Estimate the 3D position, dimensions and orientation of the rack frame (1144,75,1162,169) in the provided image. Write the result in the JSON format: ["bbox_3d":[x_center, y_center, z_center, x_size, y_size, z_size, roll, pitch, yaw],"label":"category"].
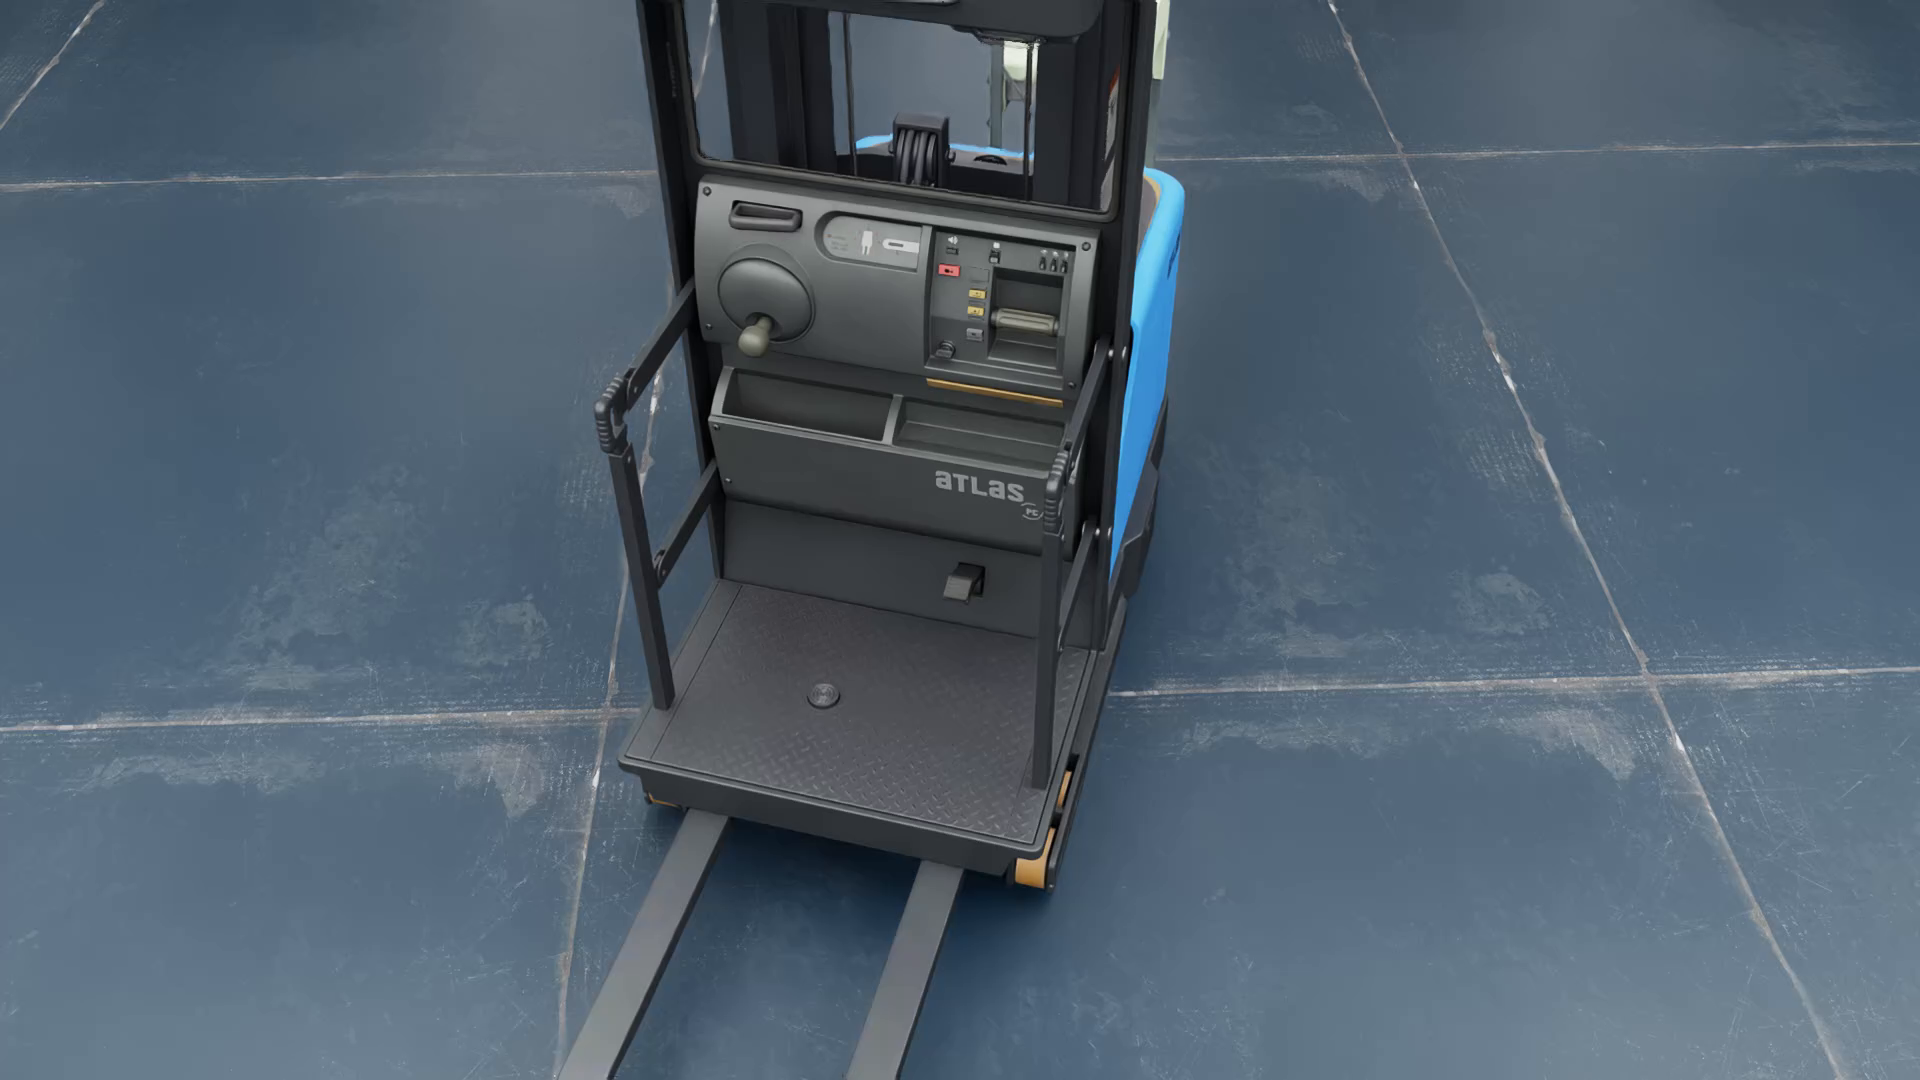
[{"bbox_3d":[0.477,-1.420,5.689,0.400,1.500,0.023,10,44,11],"label":"rack frame"}]

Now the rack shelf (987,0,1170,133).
[{"bbox_3d":[0.381,-1.469,5.165,0.431,0.370,0.720,10,44,11],"label":"rack shelf"}]

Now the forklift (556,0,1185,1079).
[{"bbox_3d":[-0.211,-0.485,3.610,1.130,2.935,3.031,10,44,11],"label":"forklift"}]

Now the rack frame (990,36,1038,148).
[{"bbox_3d":[0.286,-0.943,5.169,0.400,1.500,0.023,10,44,11],"label":"rack frame"}]

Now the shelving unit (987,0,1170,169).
[{"bbox_3d":[0.381,-1.181,5.429,0.431,1.500,0.755,10,44,11],"label":"shelving unit"}]
